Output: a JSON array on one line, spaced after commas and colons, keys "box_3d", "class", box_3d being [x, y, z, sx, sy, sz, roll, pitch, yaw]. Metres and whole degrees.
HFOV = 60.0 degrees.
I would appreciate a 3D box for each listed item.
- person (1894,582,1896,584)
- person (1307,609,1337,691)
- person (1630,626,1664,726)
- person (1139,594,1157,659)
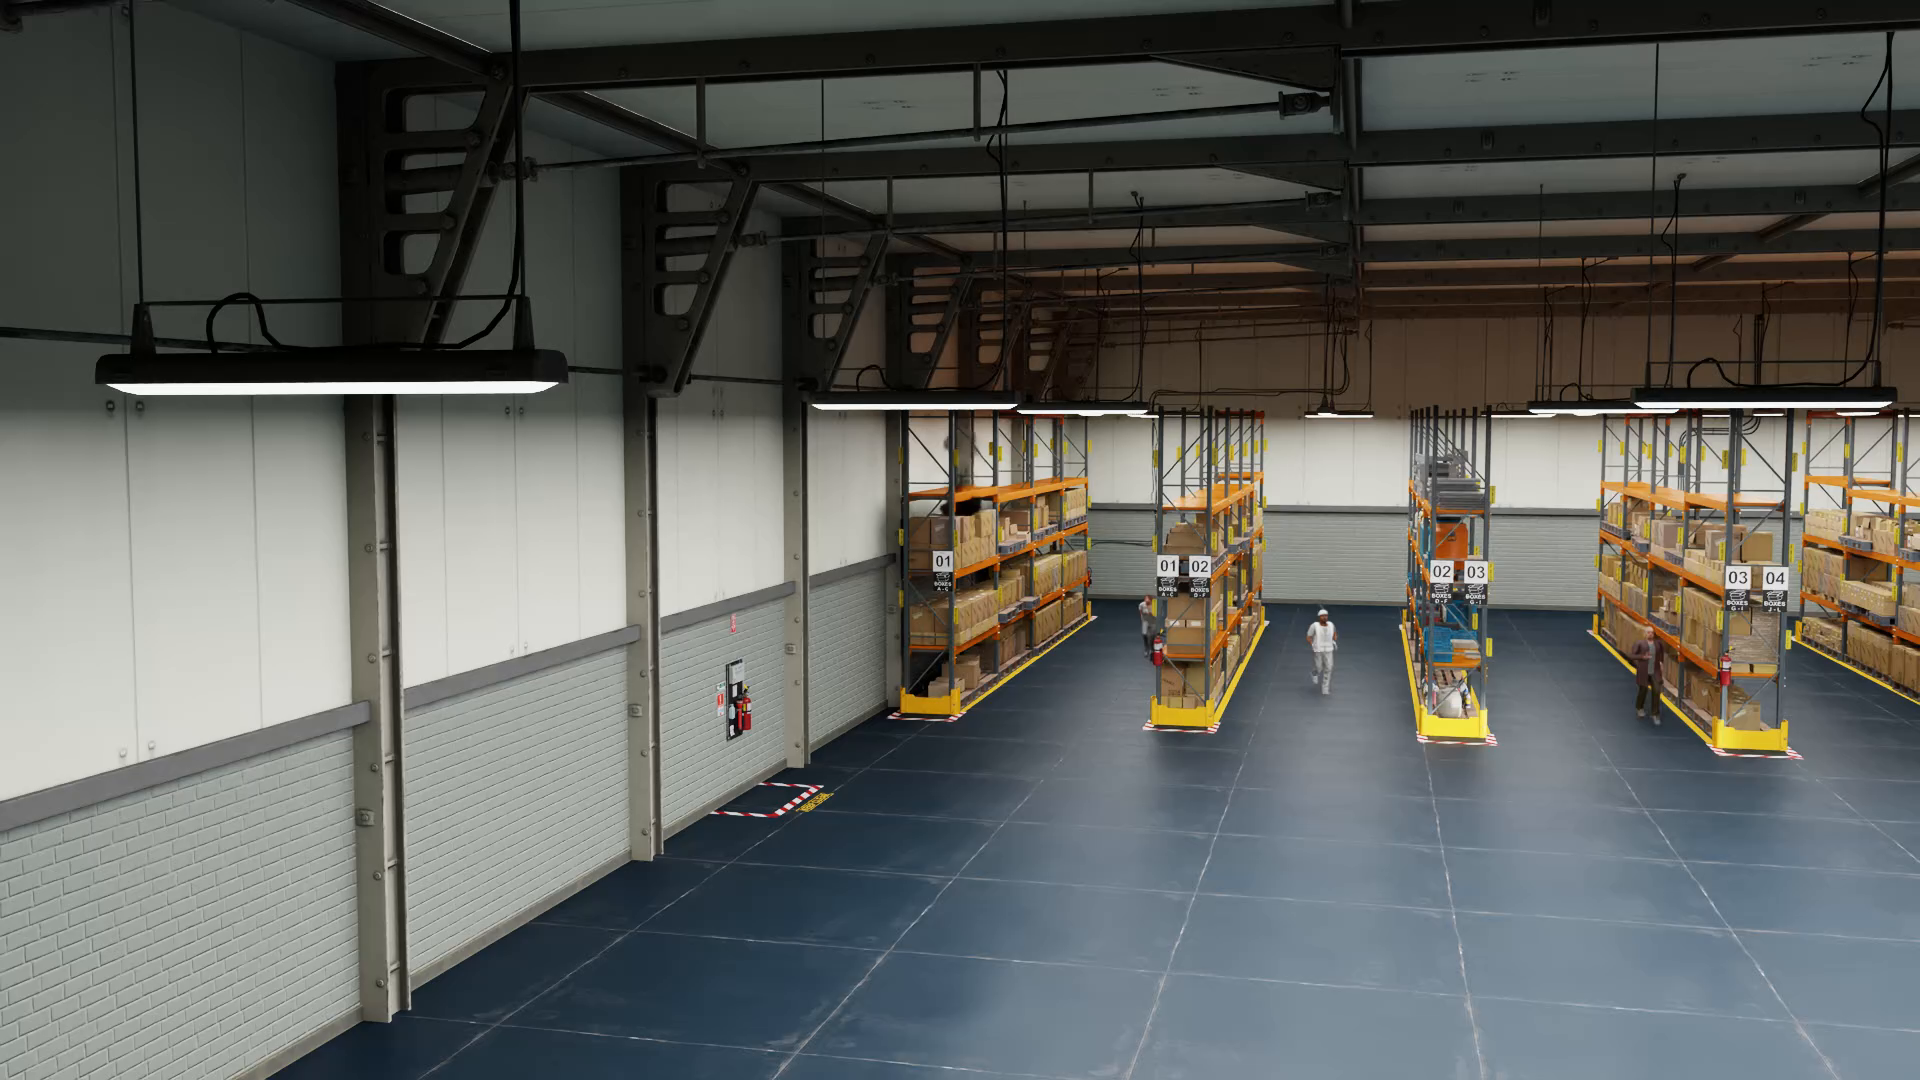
[{"box_3d": [23.790, 1.869, 42.158, 0.671, 1.692, 0.639, 1, 4, 9], "class": "person"}, {"box_3d": [7.628, 2.305, 35.006, 0.669, 1.699, 0.723, 0, 4, -3], "class": "person"}, {"box_3d": [13.082, 2.550, 31.629, 0.697, 1.828, 0.916, 0, 4, 7], "class": "person"}, {"box_3d": [4.566, 2.062, 40.107, 0.530, 1.564, 0.859, 1, 4, 13], "class": "person"}]
